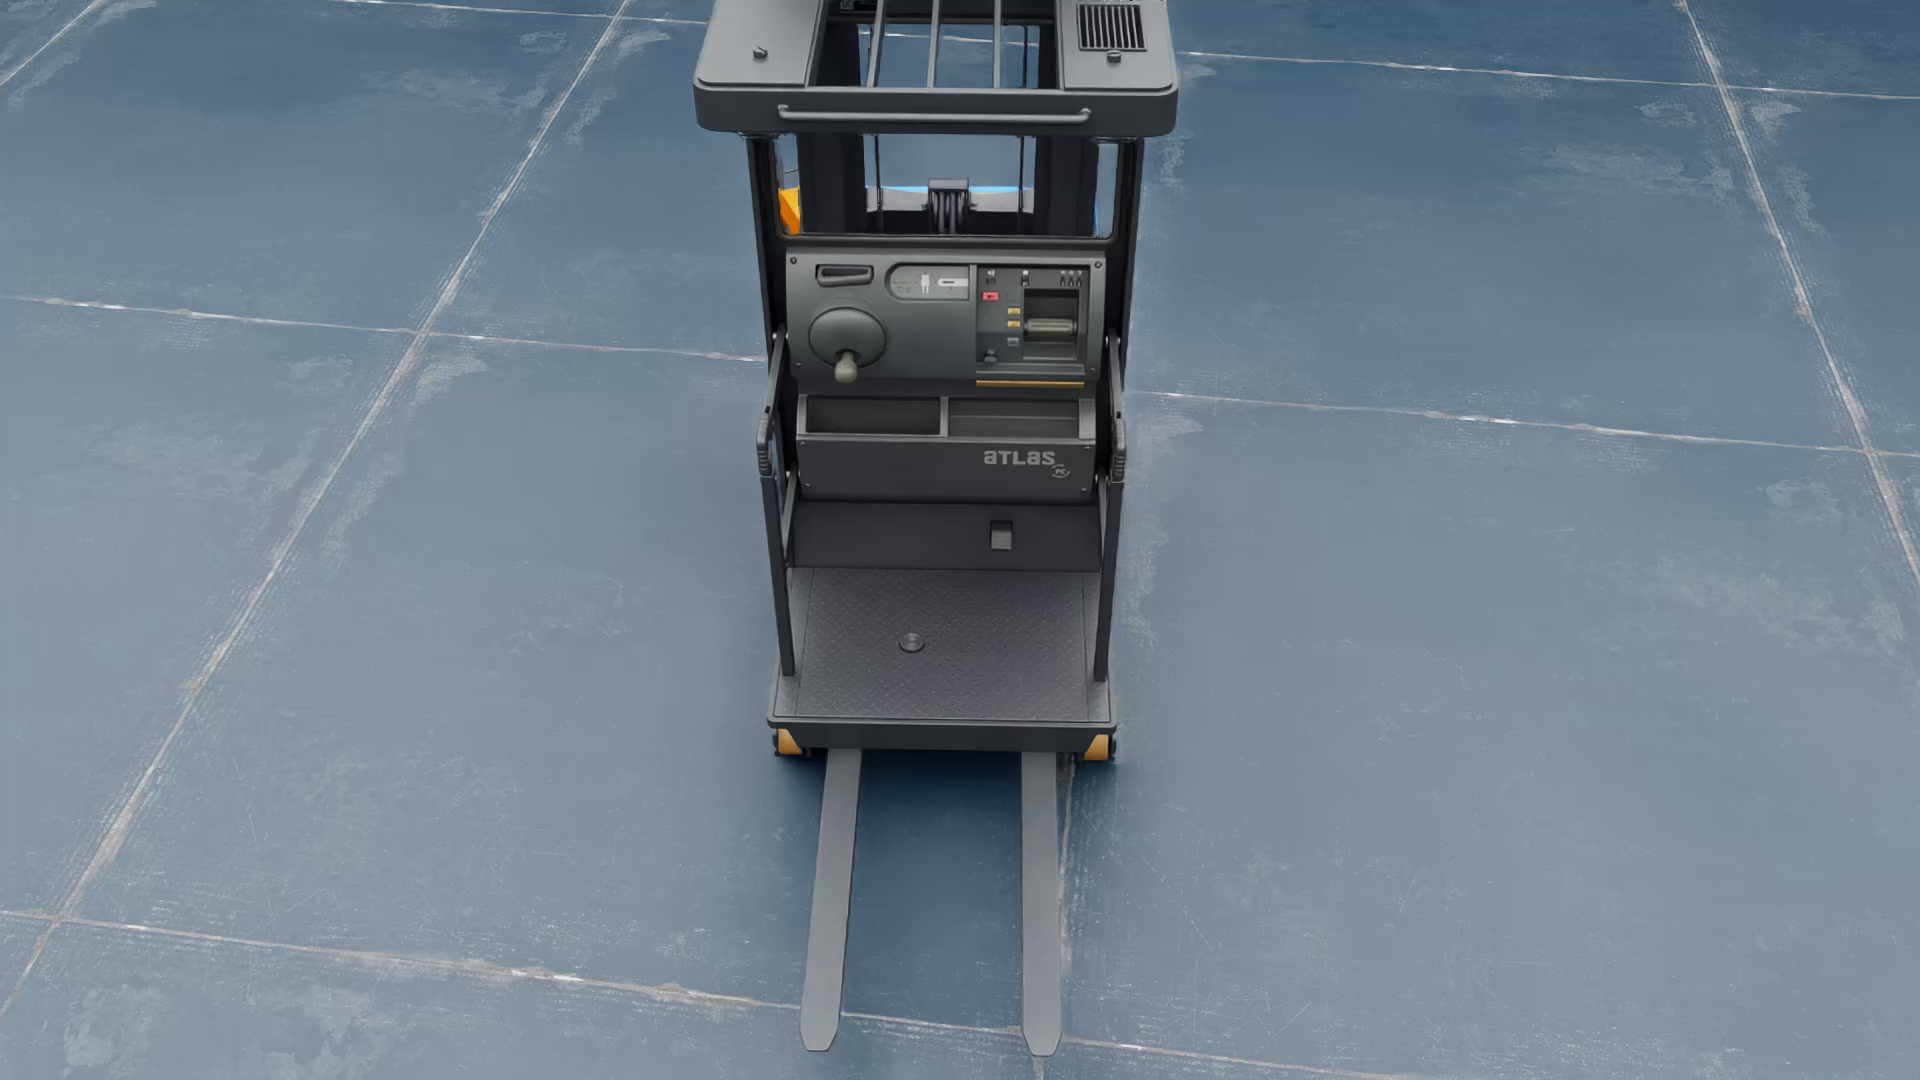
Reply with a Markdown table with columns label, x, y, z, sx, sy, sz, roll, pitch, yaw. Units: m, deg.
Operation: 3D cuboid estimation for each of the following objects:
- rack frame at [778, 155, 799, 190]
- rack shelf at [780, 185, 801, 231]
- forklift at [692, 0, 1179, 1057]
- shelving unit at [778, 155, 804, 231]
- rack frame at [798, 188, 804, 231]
| label | x | y | z | sx | sy | sz | roll | pitch | yaw |
| --- | --- | --- | --- | --- | --- | --- | --- | --- | --- |
| rack frame | -0.590 | -1.084 | 6.631 | 0.200 | 1.050 | 0.008 | -15 | 46 | -16 |
| rack shelf | -0.544 | -1.204 | 6.361 | 0.215 | 0.259 | 0.240 | -15 | 46 | -16 |
| forklift | -0.046 | -0.564 | 4.713 | 1.130 | 2.935 | 3.031 | 1 | 43 | 1 |
| shelving unit | -0.544 | -1.006 | 6.549 | 0.215 | 1.050 | 0.252 | -15 | 46 | -16 |
| rack frame | -0.499 | -0.928 | 6.466 | 0.200 | 1.050 | 0.008 | -15 | 46 | -16 |
